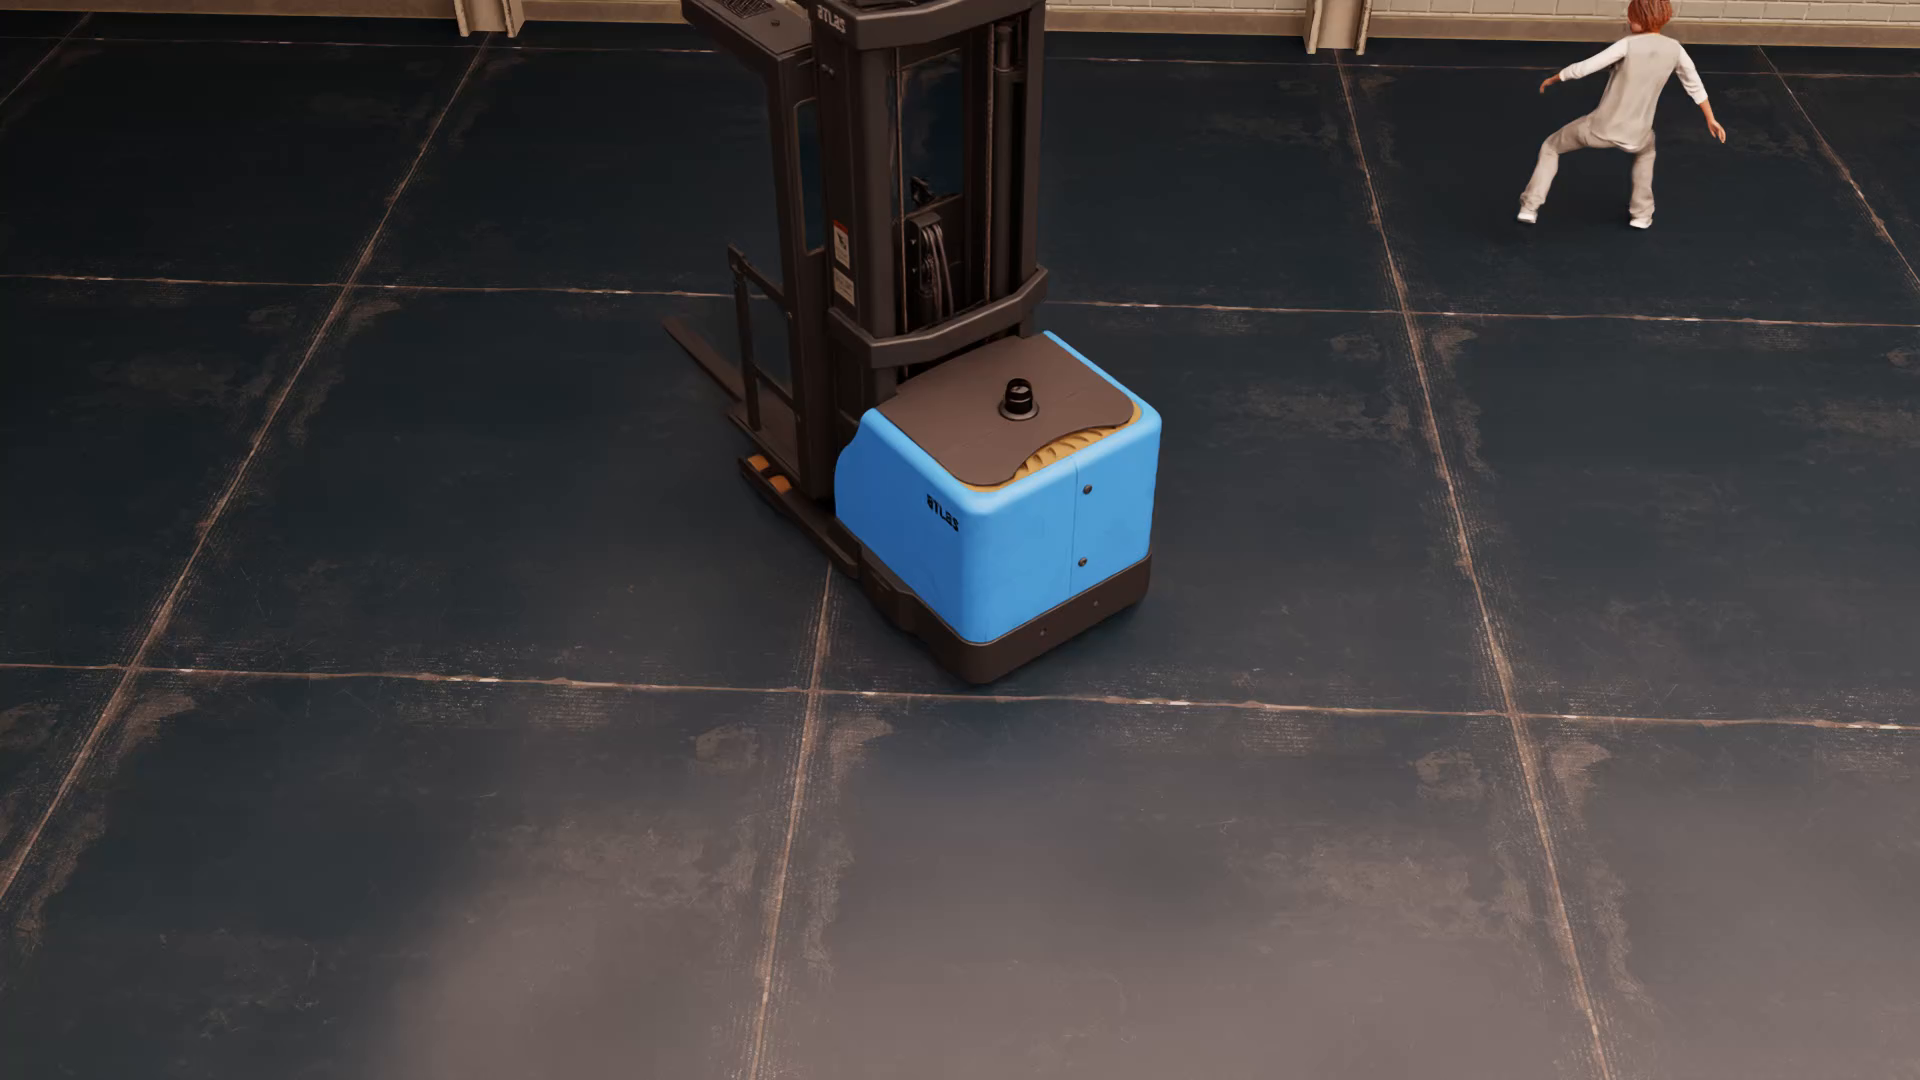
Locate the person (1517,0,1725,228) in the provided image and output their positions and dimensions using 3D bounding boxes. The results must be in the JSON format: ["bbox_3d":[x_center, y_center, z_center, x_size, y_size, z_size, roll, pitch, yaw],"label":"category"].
[{"bbox_3d":[3.799,-2.370,9.485,1.032,1.484,0.489,4,43,4],"label":"person"}]

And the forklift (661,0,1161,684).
[{"bbox_3d":[-0.427,-1.411,7.288,1.130,2.935,3.031,-27,49,-26],"label":"forklift"}]
